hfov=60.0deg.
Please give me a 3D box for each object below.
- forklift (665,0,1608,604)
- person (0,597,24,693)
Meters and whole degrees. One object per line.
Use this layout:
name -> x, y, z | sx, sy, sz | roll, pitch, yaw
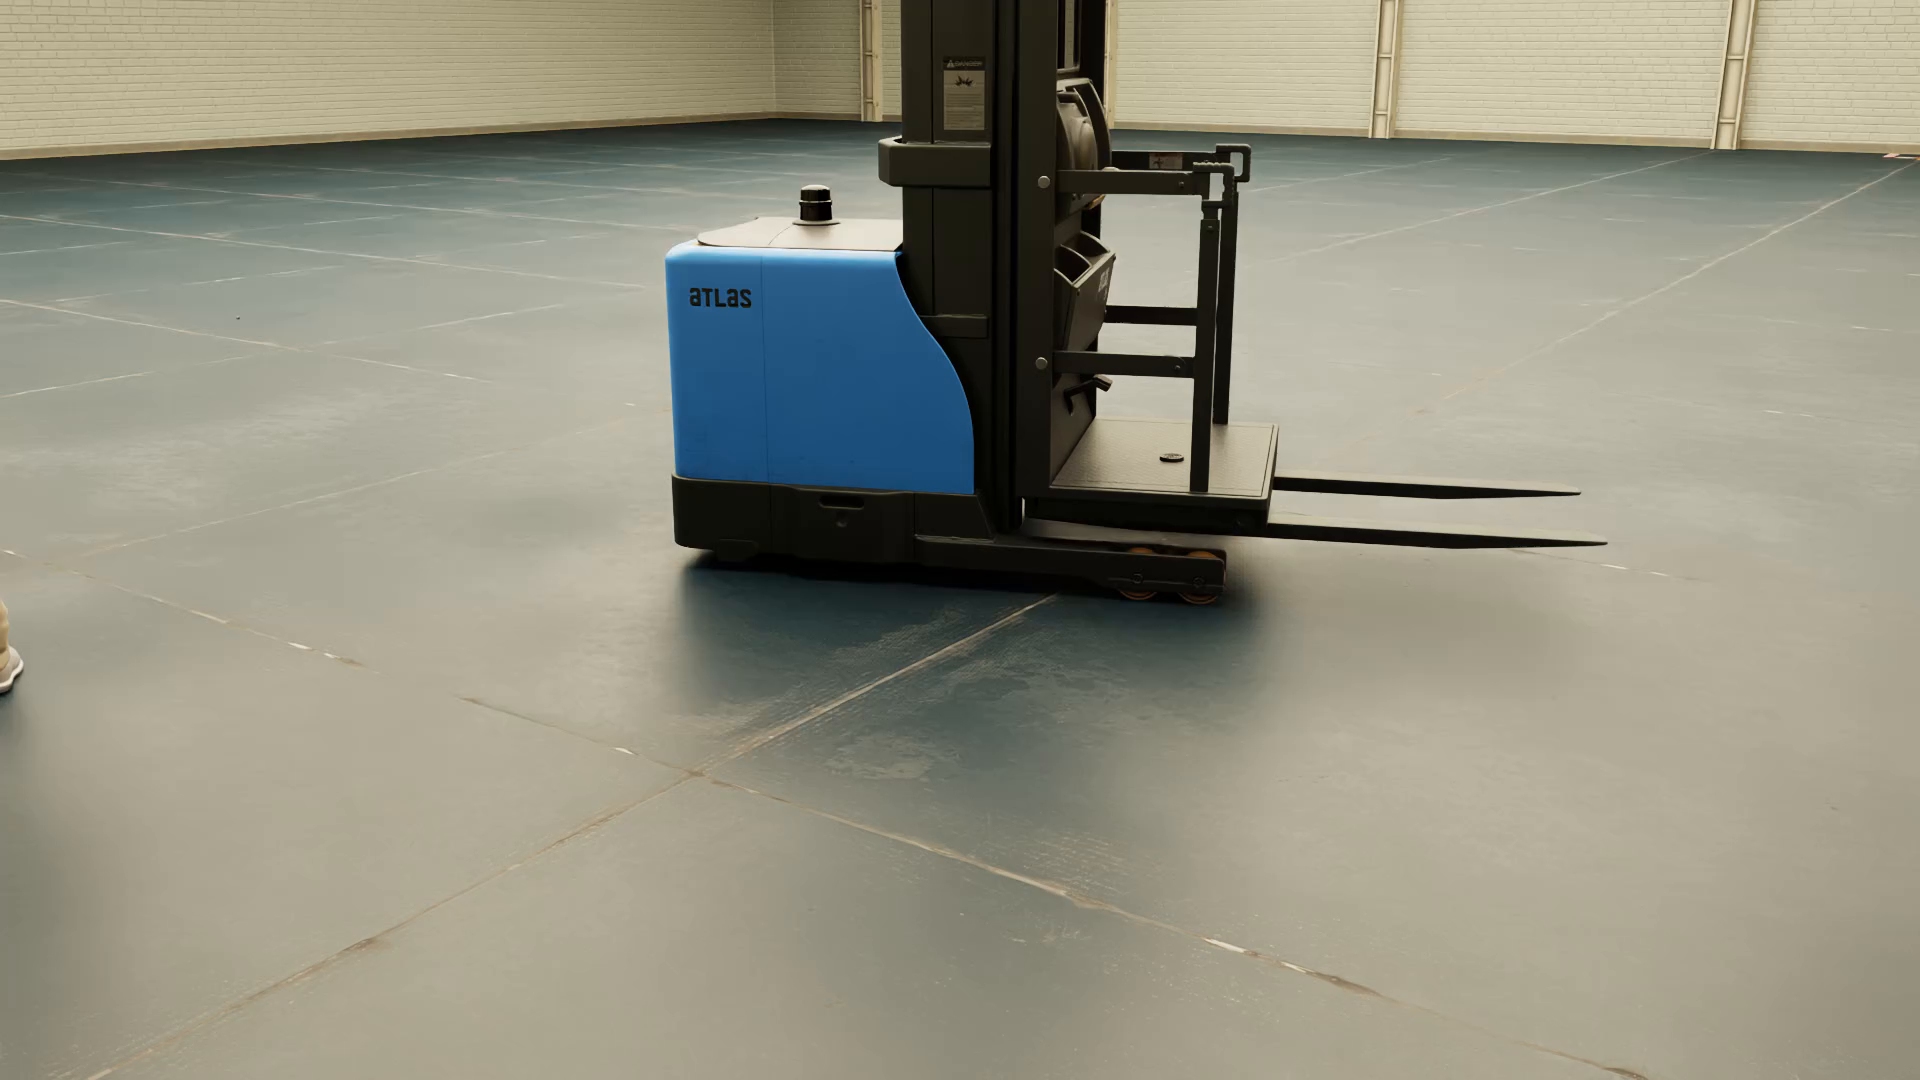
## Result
forklift -> 0.595, -1.367, 5.404 | 3.031, 2.935, 1.130 | 4, 17, 12
person -> -2.818, -0.402, 4.278 | 0.525, 1.730, 0.369 | -13, 21, -36
